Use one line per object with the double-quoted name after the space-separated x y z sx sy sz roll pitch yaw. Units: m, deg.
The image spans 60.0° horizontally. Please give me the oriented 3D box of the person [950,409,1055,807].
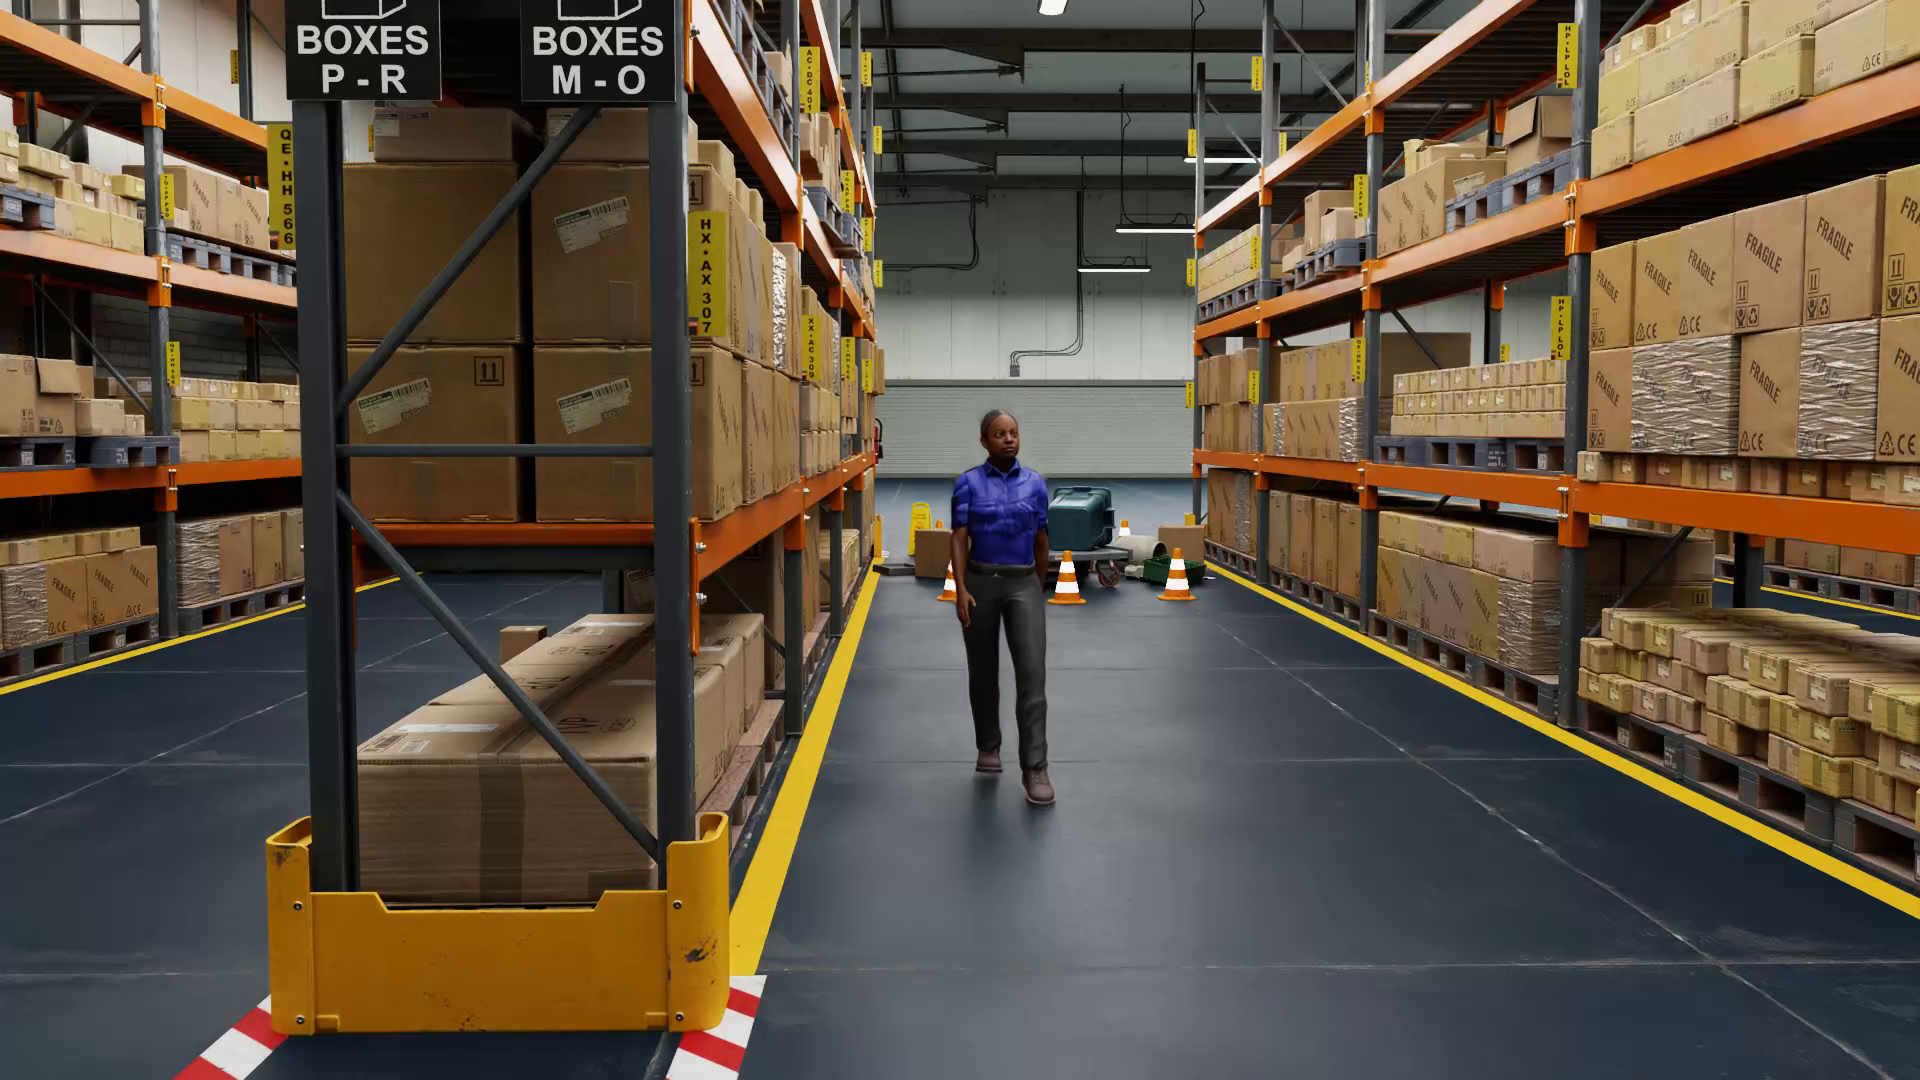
0.178 0.251 7.169 0.443 1.630 0.865 0 4 -2 "person"
